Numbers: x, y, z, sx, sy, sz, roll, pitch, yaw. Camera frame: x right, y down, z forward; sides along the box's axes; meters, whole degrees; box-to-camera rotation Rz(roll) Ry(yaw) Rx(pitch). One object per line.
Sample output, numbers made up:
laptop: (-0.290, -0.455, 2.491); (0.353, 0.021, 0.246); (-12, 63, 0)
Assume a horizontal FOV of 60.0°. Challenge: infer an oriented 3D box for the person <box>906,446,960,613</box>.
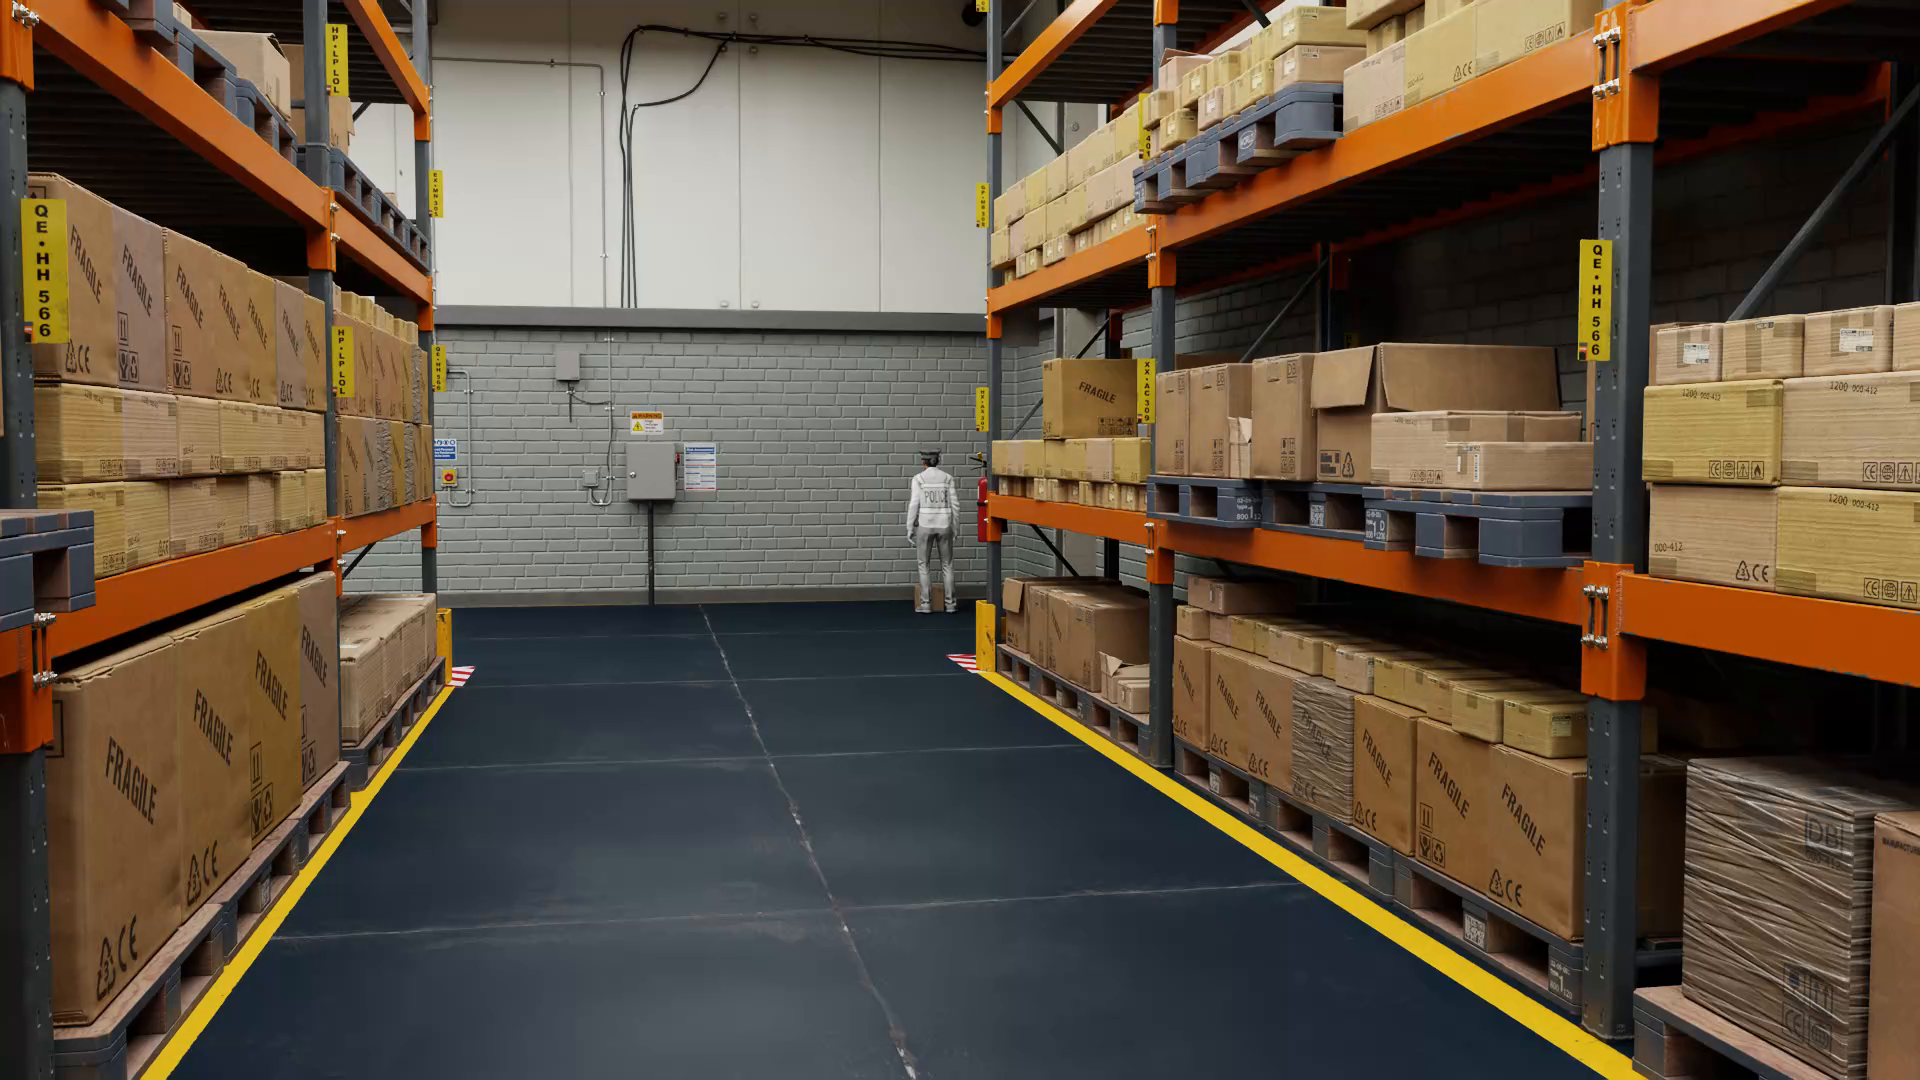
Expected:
person: (-0.266, -0.101, 16.621); (0.547, 1.667, 0.369); (-1, 3, -14)
